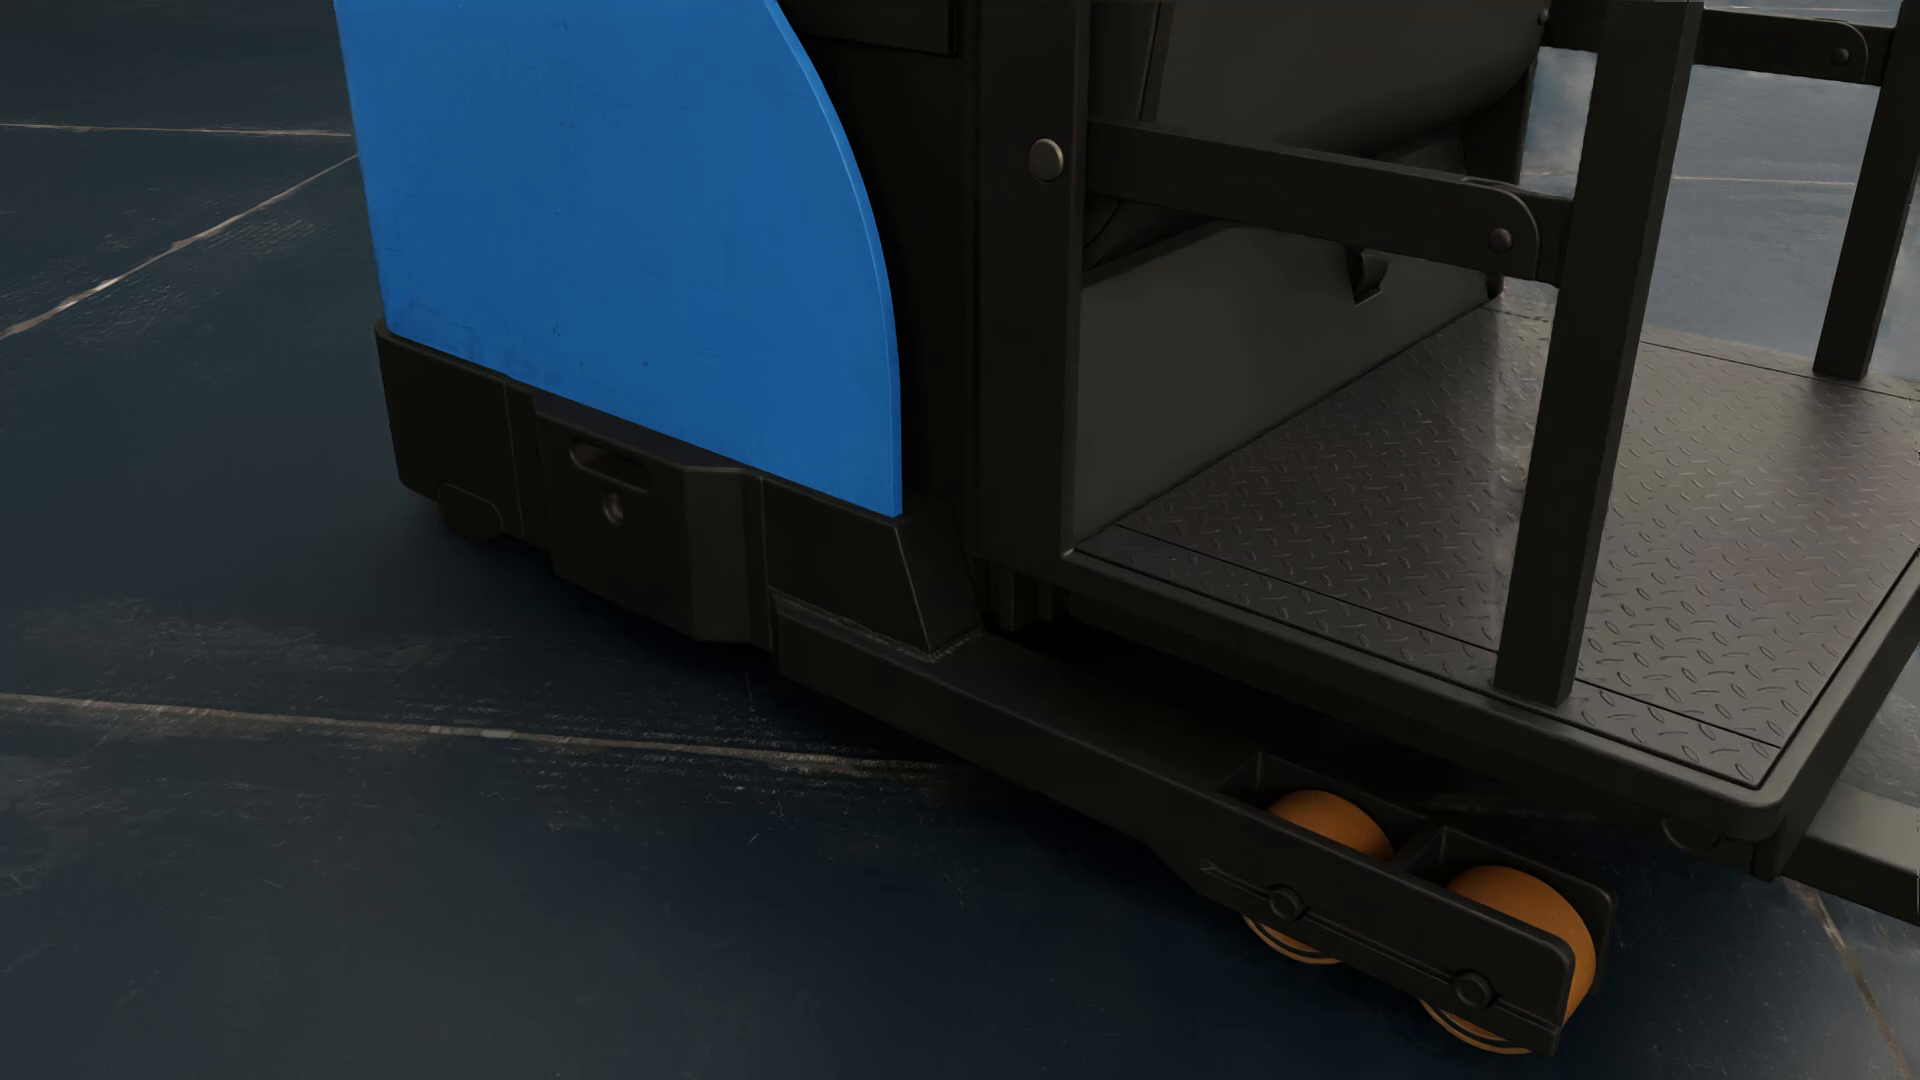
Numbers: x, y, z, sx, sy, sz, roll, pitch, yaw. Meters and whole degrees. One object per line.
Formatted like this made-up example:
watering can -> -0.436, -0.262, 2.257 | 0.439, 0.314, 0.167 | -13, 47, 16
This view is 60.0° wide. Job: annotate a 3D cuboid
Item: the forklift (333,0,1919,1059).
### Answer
forklift -> 0.600, -1.104, 1.430 | 3.031, 2.935, 1.130 | 20, 33, 35
